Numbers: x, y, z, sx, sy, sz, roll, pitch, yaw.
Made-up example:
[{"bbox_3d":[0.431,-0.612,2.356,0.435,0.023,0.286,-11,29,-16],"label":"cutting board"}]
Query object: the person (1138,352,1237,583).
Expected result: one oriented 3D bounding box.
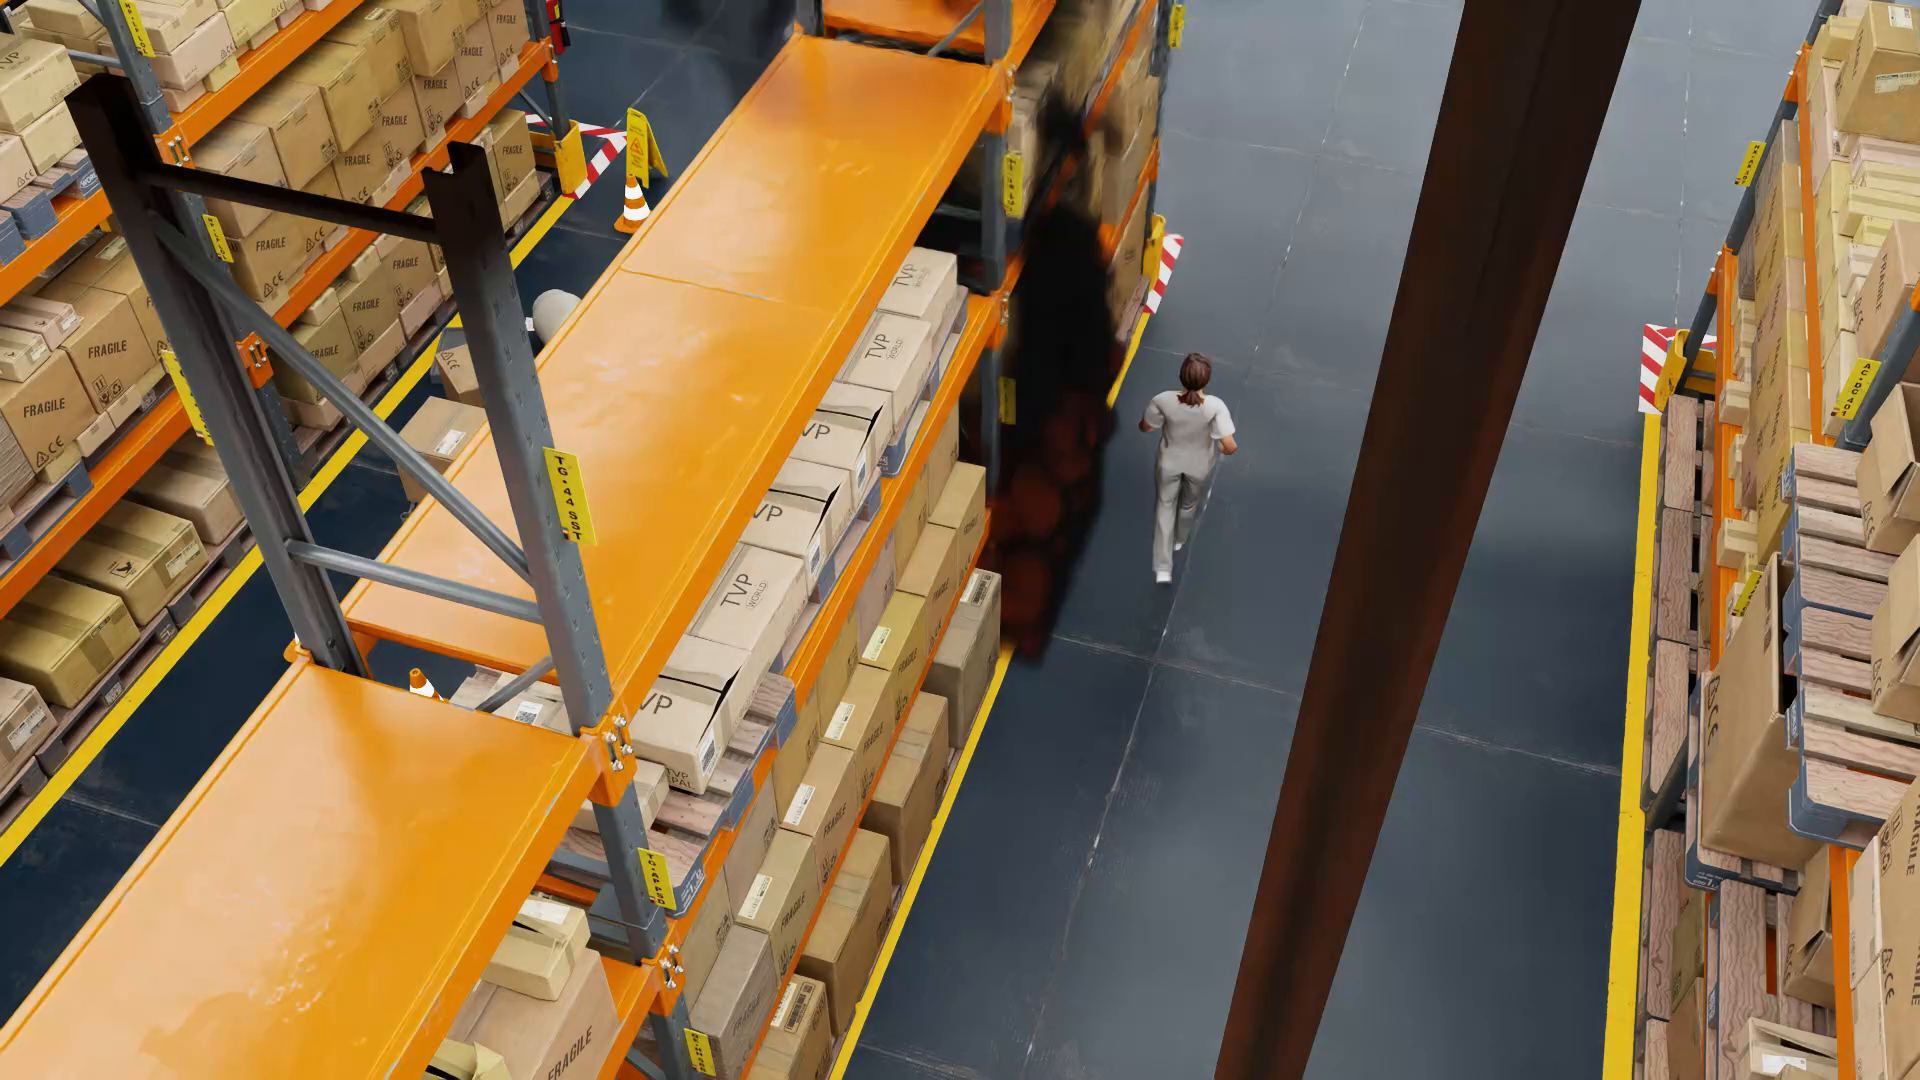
[{"bbox_3d":[1.345,-0.452,10.015,0.586,1.690,0.757,7,46,7],"label":"person"}]
